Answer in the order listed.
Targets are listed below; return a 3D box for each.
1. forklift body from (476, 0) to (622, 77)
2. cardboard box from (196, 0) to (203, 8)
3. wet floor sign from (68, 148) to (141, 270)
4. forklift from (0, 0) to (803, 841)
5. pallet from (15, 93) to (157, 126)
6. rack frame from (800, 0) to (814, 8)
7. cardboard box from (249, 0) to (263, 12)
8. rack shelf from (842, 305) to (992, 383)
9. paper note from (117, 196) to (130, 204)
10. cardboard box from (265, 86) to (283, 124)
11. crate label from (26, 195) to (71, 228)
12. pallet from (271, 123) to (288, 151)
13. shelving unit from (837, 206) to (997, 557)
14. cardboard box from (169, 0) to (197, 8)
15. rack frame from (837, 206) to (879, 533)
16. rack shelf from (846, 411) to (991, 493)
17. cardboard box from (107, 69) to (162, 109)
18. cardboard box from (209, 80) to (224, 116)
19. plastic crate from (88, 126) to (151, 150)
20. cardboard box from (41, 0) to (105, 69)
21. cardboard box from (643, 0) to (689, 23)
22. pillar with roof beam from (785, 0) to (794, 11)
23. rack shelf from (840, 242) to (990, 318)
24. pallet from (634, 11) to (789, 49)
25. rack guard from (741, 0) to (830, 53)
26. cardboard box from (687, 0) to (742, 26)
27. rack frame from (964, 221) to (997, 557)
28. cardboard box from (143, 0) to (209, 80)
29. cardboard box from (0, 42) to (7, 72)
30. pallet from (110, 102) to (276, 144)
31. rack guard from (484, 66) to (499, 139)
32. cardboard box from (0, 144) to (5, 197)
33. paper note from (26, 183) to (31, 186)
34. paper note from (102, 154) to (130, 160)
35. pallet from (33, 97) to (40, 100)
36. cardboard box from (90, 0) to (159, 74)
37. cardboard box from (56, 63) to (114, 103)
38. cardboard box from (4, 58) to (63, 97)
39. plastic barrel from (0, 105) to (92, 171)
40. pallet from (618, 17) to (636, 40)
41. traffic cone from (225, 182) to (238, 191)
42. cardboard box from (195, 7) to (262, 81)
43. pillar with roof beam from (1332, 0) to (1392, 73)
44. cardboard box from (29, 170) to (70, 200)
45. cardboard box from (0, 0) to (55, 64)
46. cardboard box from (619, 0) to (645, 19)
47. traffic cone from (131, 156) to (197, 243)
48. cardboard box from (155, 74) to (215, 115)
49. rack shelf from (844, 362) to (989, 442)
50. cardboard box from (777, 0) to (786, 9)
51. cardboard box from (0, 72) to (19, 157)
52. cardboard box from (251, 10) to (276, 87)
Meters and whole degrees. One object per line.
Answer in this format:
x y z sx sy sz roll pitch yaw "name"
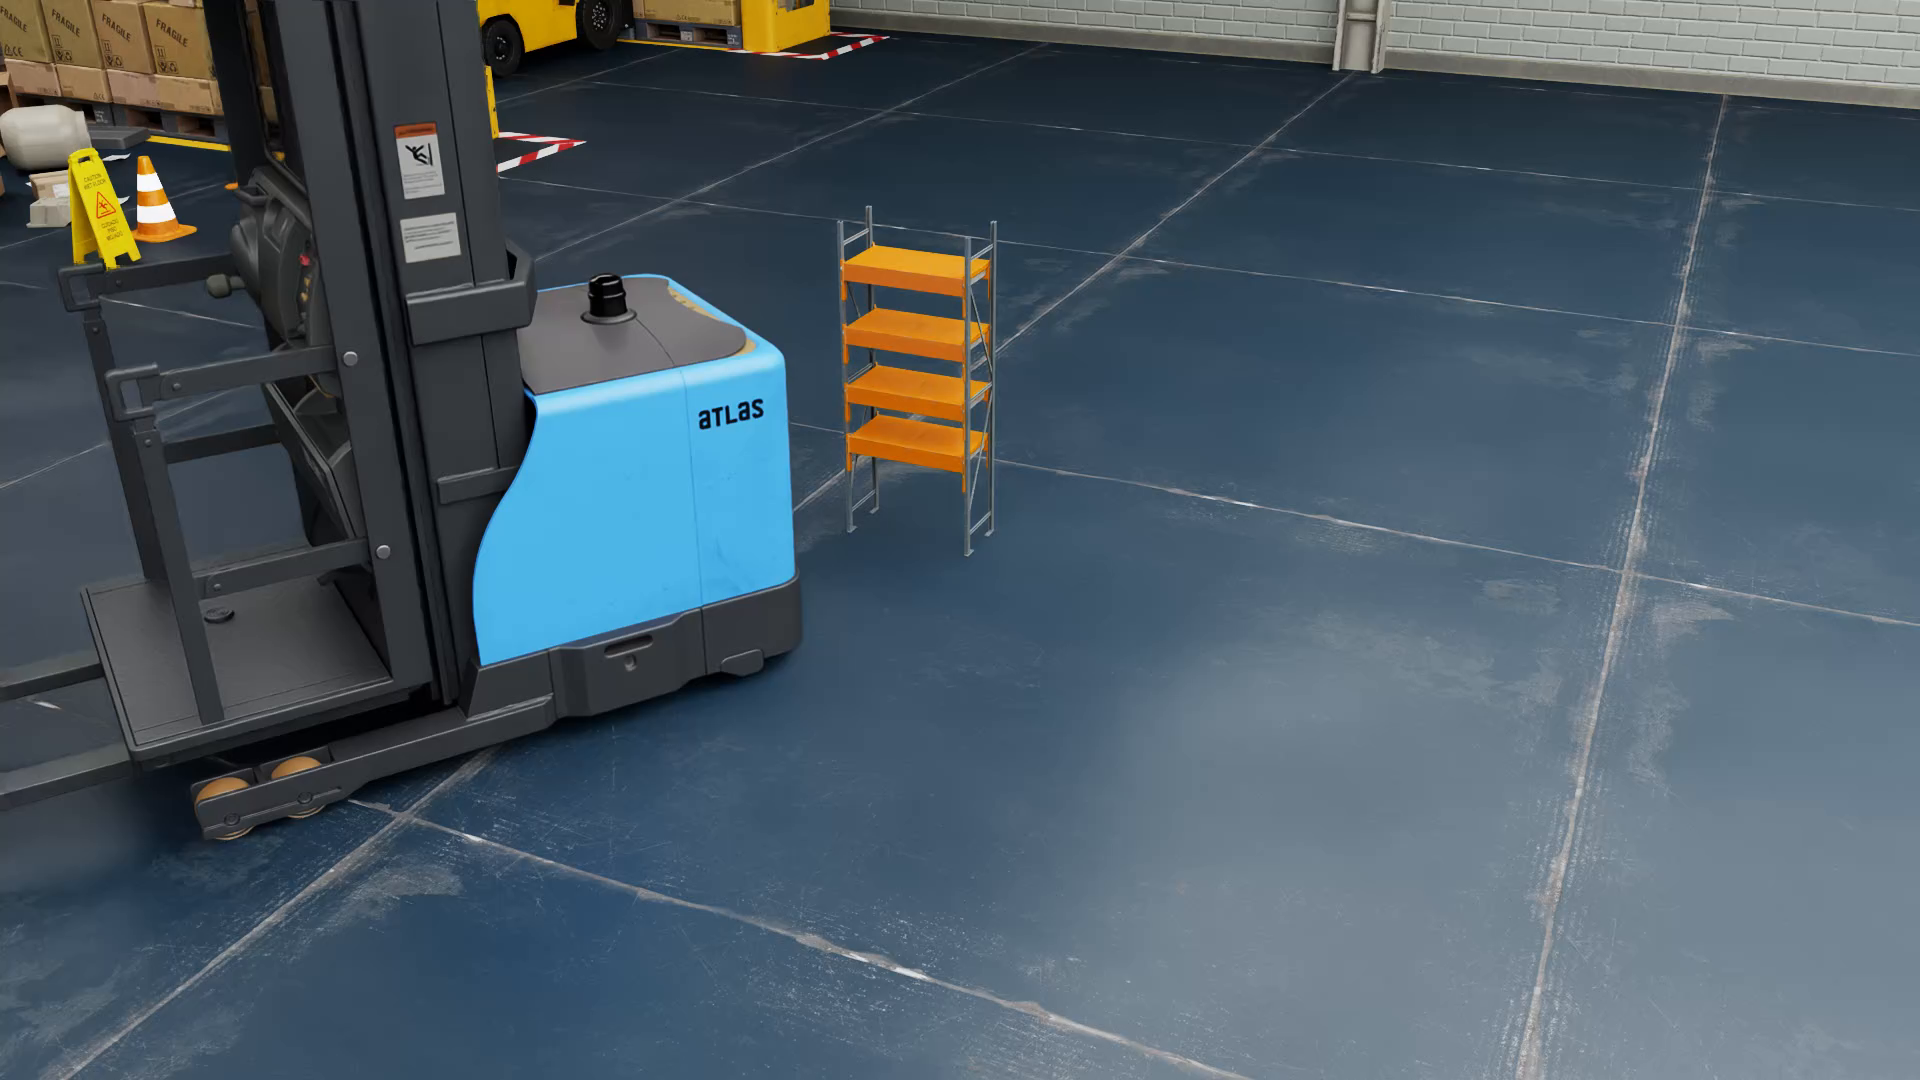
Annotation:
-4.155 -5.362 14.706 1.214 2.155 2.313 11 28 22 "forklift body"
-5.151 -3.844 11.716 0.250 0.149 0.380 12 29 23 "cardboard box"
-4.835 -1.859 9.295 0.232 0.644 0.267 6 27 13 "wet floor sign"
-2.037 -0.757 4.469 3.031 2.935 1.130 -15 30 -28 "forklift"
-6.740 -3.505 13.130 1.213 0.211 1.003 11 28 22 "pallet"
-1.673 -6.130 15.304 0.127 3.000 1.000 11 28 22 "rack frame"
-4.924 -3.797 11.620 0.250 0.149 0.380 12 29 23 "cardboard box"
-0.151 -0.709 5.977 0.480 0.148 0.258 11 28 22 "rack shelf"
-5.409 -2.173 10.630 0.142 0.019 0.148 2 26 4 "paper note"
-4.593 -3.132 11.853 0.500 0.250 0.500 11 28 22 "cardboard box"
-5.541 -2.019 10.196 0.298 0.136 0.250 -2 26 -5 "crate label"
-4.518 -3.059 12.223 1.213 0.211 1.003 11 28 22 "pallet"
-0.151 -0.569 6.046 0.503 1.200 0.258 11 28 22 "shelving unit"
-5.390 -3.893 11.816 0.250 0.149 0.380 13 29 24 "cardboard box"
-0.373 -0.613 6.137 0.015 1.200 0.240 11 28 22 "rack frame"
-0.151 -0.330 6.164 0.480 0.148 0.258 11 28 22 "rack shelf"
-5.966 -3.414 12.425 0.500 0.250 0.500 11 28 21 "cardboard box"
-5.040 -3.225 12.043 0.500 0.250 0.500 11 28 22 "cardboard box"
-6.276 -2.938 12.126 0.583 0.080 0.402 2 26 4 "plastic crate"
-6.448 -3.846 12.454 0.500 0.500 0.500 13 29 24 "cardboard box"
-2.680 -5.138 15.927 0.500 0.250 0.500 11 28 22 "cardboard box"
-3.716 -7.580 11.458 0.400 9.000 9.100 11 28 22 "pillar with roof beam"
-0.151 -0.921 5.873 0.480 0.148 0.258 11 28 22 "rack shelf"
-2.387 -5.002 16.170 1.213 0.211 1.003 11 28 22 "pallet"
-1.651 -5.004 15.847 0.348 0.500 1.175 11 28 22 "rack guard"
-2.232 -5.043 15.735 0.500 0.250 0.500 12 28 22 "cardboard box"
0.071 -0.524 5.956 0.015 1.200 0.240 11 28 22 "rack frame"
-5.495 -3.655 12.066 0.500 0.500 0.500 11 28 21 "cardboard box"
-7.844 -3.969 13.415 0.625 0.372 0.950 12 29 22 "cardboard box"
-5.625 -3.282 12.678 1.213 0.211 1.003 11 28 22 "pallet"
-3.794 -3.025 11.829 0.348 0.500 1.175 11 28 22 "rack guard"
-6.371 -2.316 10.385 0.637 0.503 0.797 -7 27 -14 "cardboard box"
-6.120 -2.384 11.070 0.142 0.019 0.148 23 35 39 "paper note"
-5.933 -2.694 11.687 0.148 0.019 0.142 2 26 4 "paper note"
-8.075 -3.755 13.638 1.213 0.211 1.003 11 28 22 "pallet"
-5.977 -3.751 12.260 0.500 0.500 0.500 13 29 24 "cardboard box"
-6.450 -3.510 12.620 0.500 0.250 0.500 13 29 25 "cardboard box"
-6.940 -3.603 12.809 0.500 0.250 0.500 10 28 19 "cardboard box"
-6.231 -2.746 11.348 0.512 0.421 0.421 -12 29 -23 "plastic barrel"
-3.493 -5.225 16.624 1.213 0.211 1.003 11 28 22 "pallet"
-4.650 -2.555 10.915 0.334 0.463 0.336 11 28 22 "traffic cone"
-5.038 -3.560 11.873 0.500 0.500 0.500 12 29 24 "cardboard box"
1.746 -6.483 9.229 0.400 9.000 9.100 11 28 22 "pillar with roof beam"
-5.753 -2.281 10.715 0.380 0.149 0.250 -18 31 -31 "cardboard box"
-6.940 -3.939 12.644 0.500 0.500 0.500 13 29 24 "cardboard box"
-3.132 -5.233 16.121 0.500 0.250 0.500 12 29 22 "cardboard box"
-4.800 -2.046 9.882 0.334 0.463 0.336 11 28 22 "traffic cone"
-5.519 -3.319 12.232 0.500 0.250 0.500 10 28 20 "cardboard box"
-0.151 -0.508 6.076 0.480 0.148 0.258 11 28 22 "rack shelf"
-2.039 -5.253 16.161 0.500 0.250 0.500 11 28 22 "cardboard box"
-6.953 -3.001 11.777 0.500 0.500 0.500 -12 29 -23 "cardboard box"
-4.562 -3.466 11.682 0.500 0.500 0.500 12 28 22 "cardboard box"
